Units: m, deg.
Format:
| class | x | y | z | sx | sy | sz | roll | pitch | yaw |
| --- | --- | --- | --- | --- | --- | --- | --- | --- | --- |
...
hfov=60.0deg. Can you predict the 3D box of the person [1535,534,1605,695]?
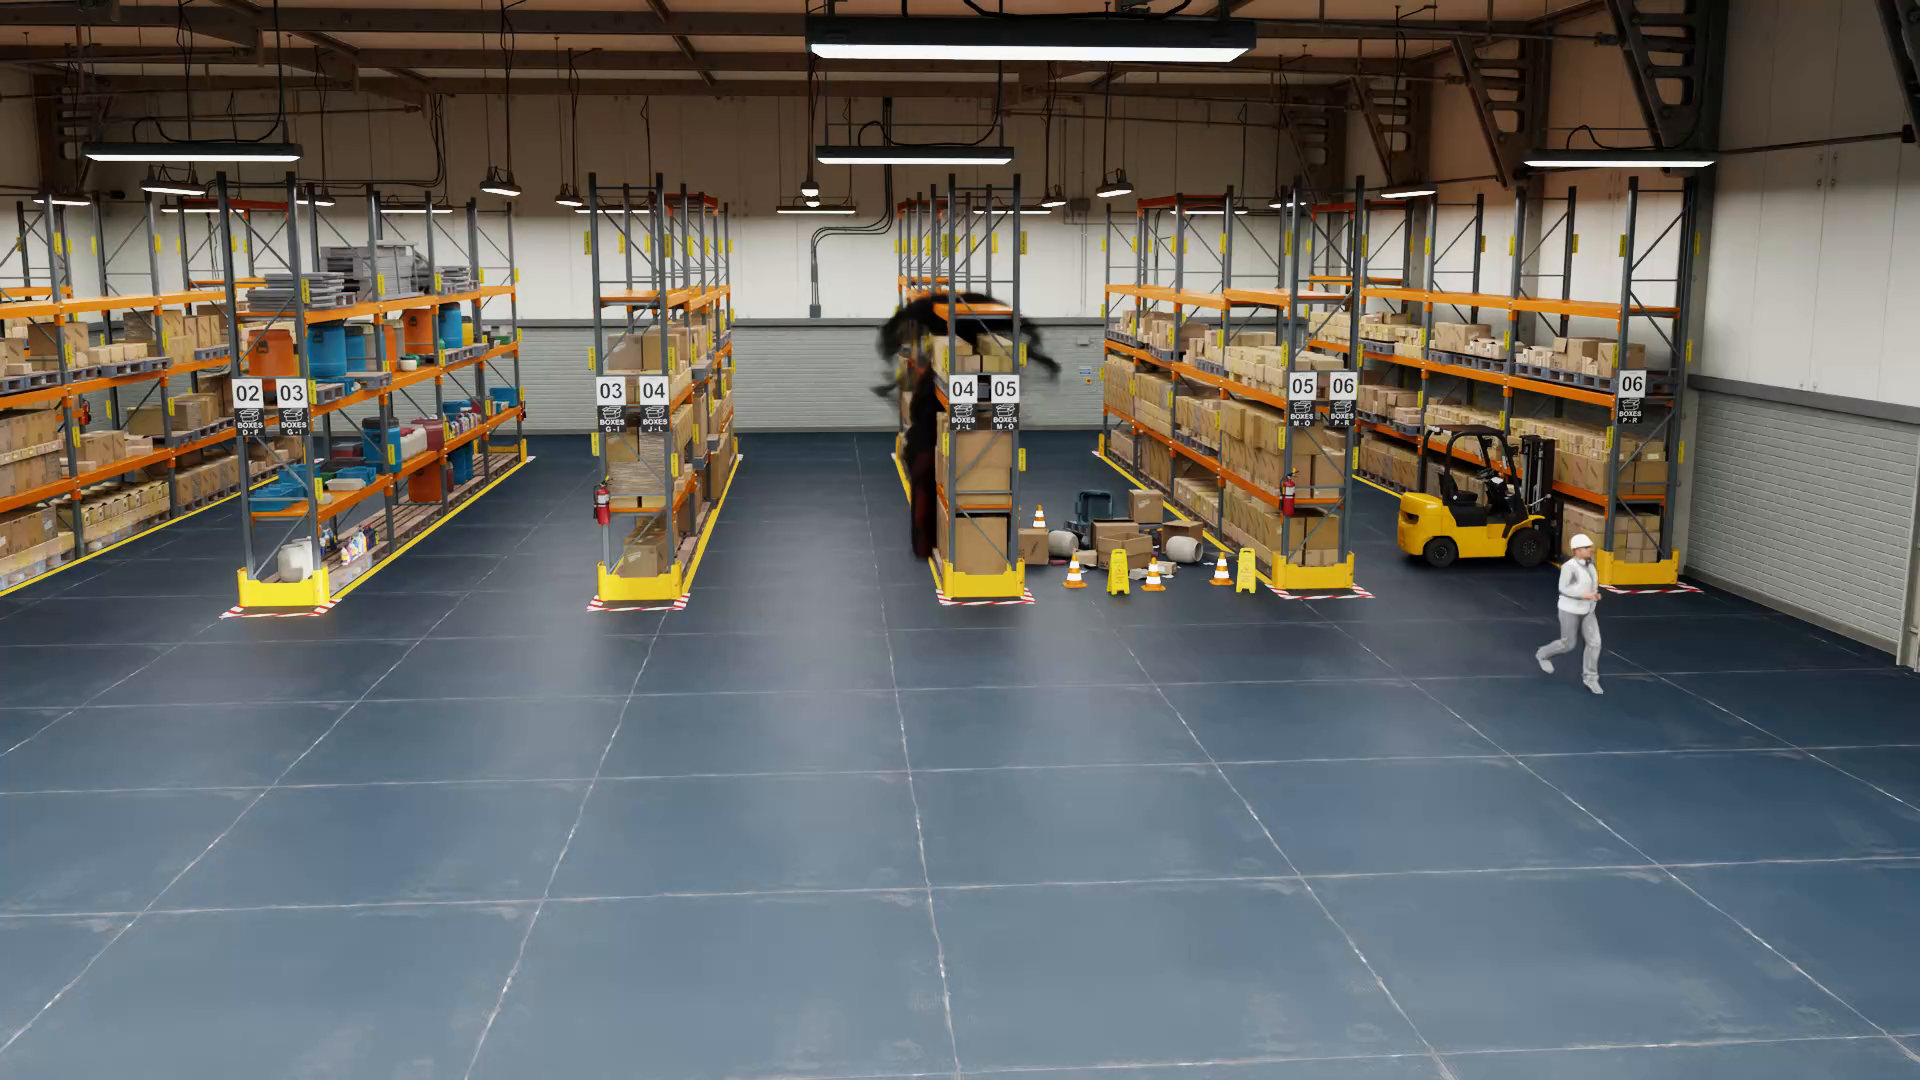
| class | x | y | z | sx | sy | sz | roll | pitch | yaw |
| --- | --- | --- | --- | --- | --- | --- | --- | --- | --- |
| person | 7.038 | 0.823 | 19.063 | 0.690 | 1.818 | 0.923 | -7 | 12 | -34 |
